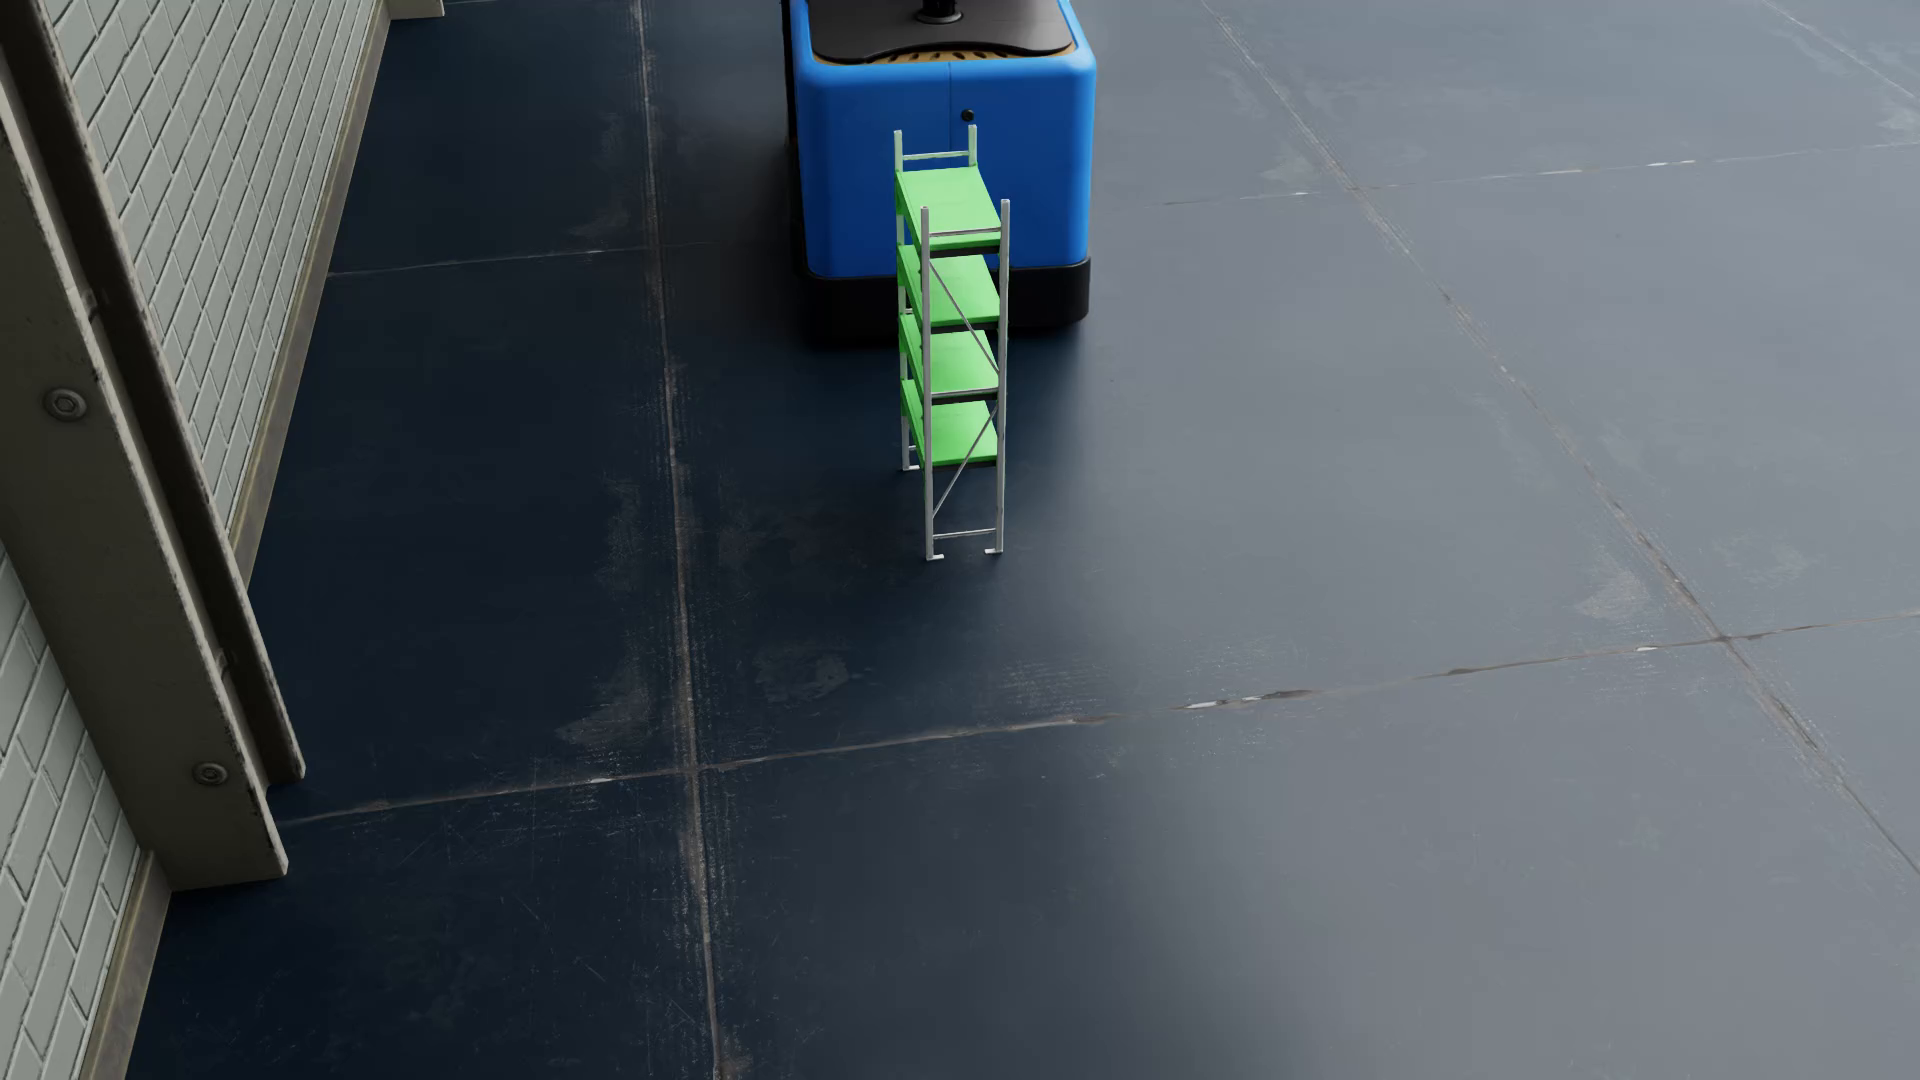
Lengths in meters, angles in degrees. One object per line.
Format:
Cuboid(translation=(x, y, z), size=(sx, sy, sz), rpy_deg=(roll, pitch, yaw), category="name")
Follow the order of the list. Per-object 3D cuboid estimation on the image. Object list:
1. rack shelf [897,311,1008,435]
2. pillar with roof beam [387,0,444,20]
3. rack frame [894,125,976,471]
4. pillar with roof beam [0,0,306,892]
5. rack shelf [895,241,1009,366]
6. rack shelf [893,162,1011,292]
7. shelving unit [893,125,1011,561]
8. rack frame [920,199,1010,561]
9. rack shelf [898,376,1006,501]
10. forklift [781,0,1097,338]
Cuboid(translation=(-0.029, -0.523, 5.050), size=(0.258, 0.148, 0.480), rpy_deg=(-6, 38, -8), category="rack shelf")
Cuboid(translation=(1.310, -6.901, 6.798), size=(9.100, 9.000, 0.400), rpy_deg=(-6, 38, -8), category="pillar with roof beam")
Cuboid(translation=(-0.072, -0.721, 5.200), size=(0.240, 1.200, 0.015), rpy_deg=(-6, 38, -8), category="rack frame")
Cuboid(translation=(2.362, -3.277, 2.133), size=(9.100, 9.000, 0.400), rpy_deg=(-6, 38, -8), category="pillar with roof beam")
Cuboid(translation=(-0.029, -0.713, 4.903), size=(0.258, 0.148, 0.480), rpy_deg=(-6, 38, -8), category="rack shelf")
Cuboid(translation=(-0.029, -0.902, 4.755), size=(0.258, 0.148, 0.480), rpy_deg=(-6, 38, -8), category="rack shelf")
Cuboid(translation=(-0.029, -0.574, 5.011), size=(0.258, 1.200, 0.503), rpy_deg=(-6, 38, -8), category="shelving unit")
Cuboid(translation=(0.014, -0.426, 4.821), size=(0.240, 1.200, 0.015), rpy_deg=(-6, 38, -8), category="rack frame")
Cuboid(translation=(-0.029, -0.334, 5.197), size=(0.258, 0.148, 0.480), rpy_deg=(-6, 38, -8), category="rack shelf")
Cuboid(translation=(-0.200, -2.792, 6.455), size=(1.130, 2.935, 3.031), rpy_deg=(-4, 38, -5), category="forklift")
